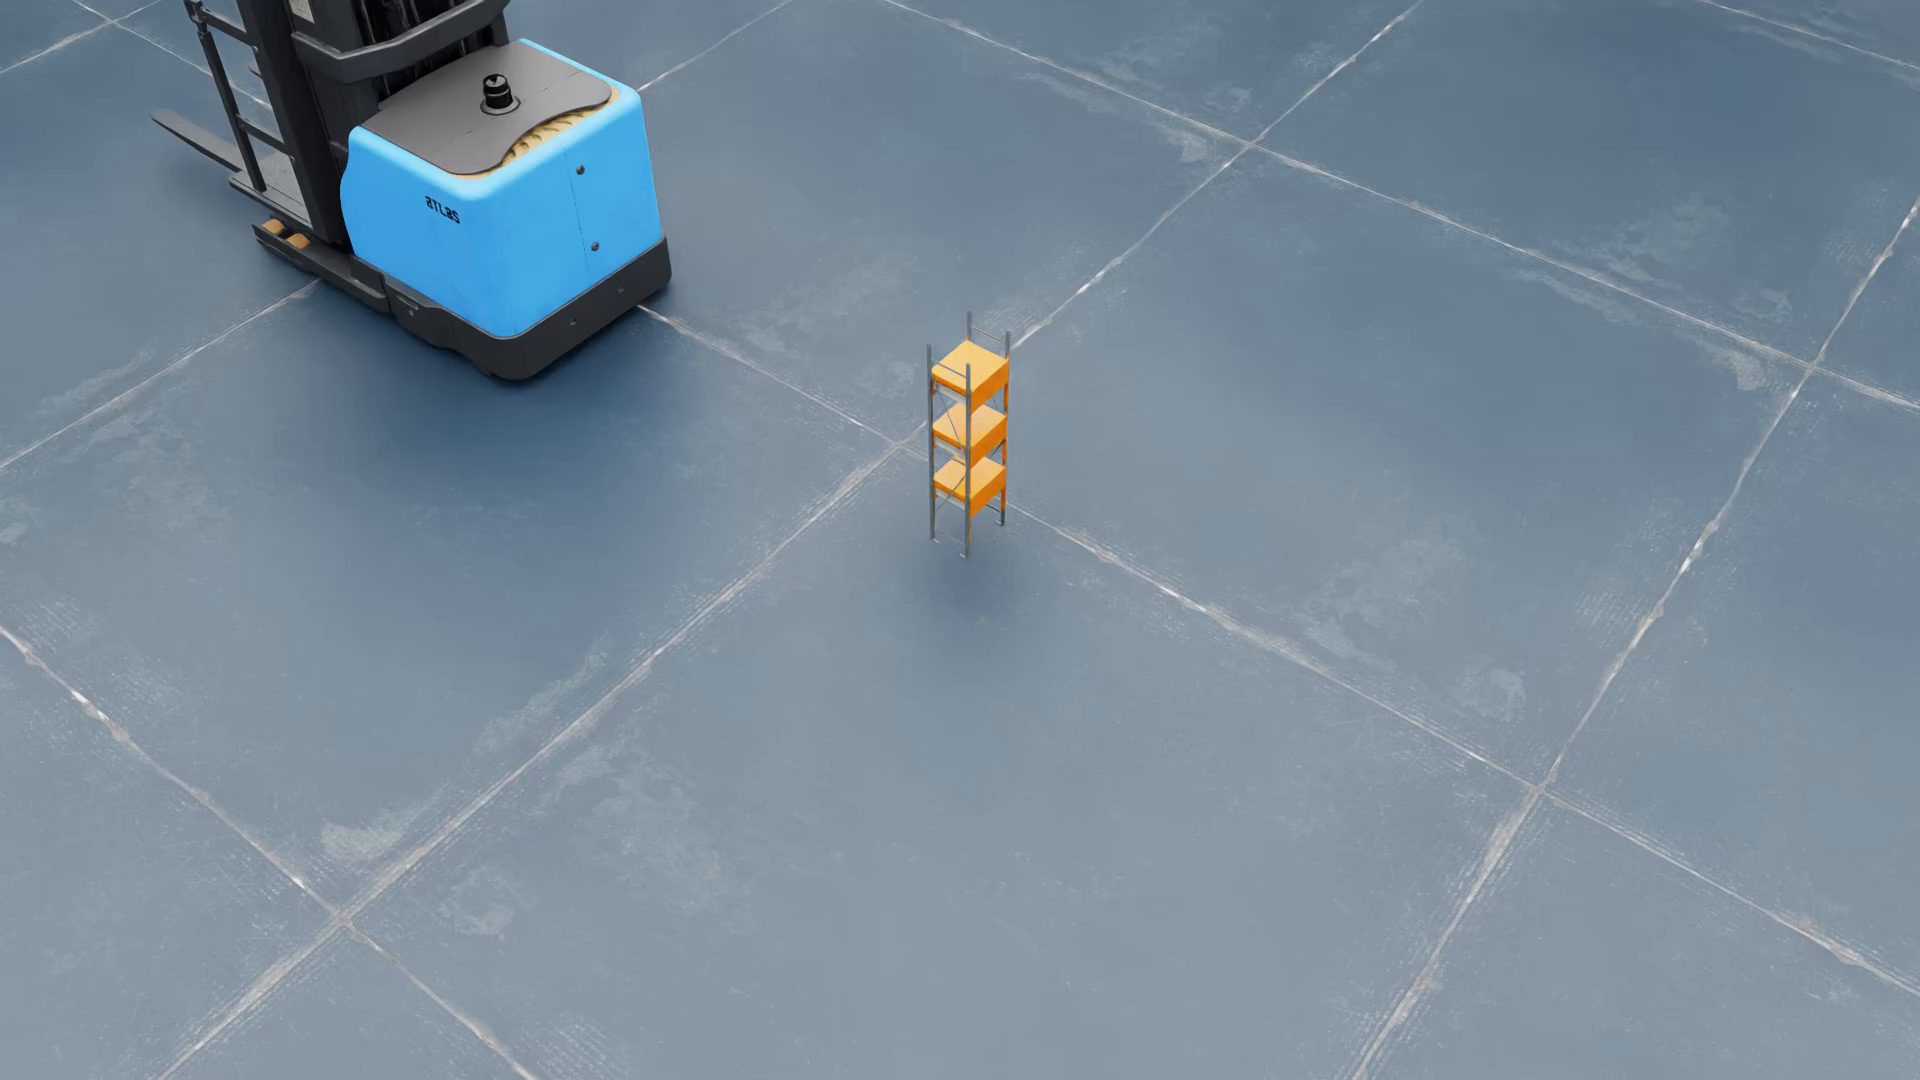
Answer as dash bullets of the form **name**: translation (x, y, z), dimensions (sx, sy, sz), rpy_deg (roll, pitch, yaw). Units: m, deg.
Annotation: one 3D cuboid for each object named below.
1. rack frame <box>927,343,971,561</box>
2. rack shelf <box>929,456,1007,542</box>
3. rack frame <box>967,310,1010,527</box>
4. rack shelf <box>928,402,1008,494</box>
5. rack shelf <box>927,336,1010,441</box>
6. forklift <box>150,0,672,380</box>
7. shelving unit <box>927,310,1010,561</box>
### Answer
- **rack frame**: translation (-0.042, -0.323, 6.498), dimensions (0.200, 1.050, 0.008), rpy_deg (29, 53, 25)
- **rack shelf**: translation (0.033, -0.194, 6.773), dimensions (0.215, 0.259, 0.240), rpy_deg (29, 53, 25)
- **rack frame**: translation (0.107, -0.463, 6.631), dimensions (0.200, 1.050, 0.008), rpy_deg (29, 53, 25)
- **rack shelf**: translation (0.033, -0.386, 6.572), dimensions (0.215, 0.259, 0.240), rpy_deg (29, 53, 25)
- **rack shelf**: translation (0.033, -0.582, 6.367), dimensions (0.215, 0.259, 0.240), rpy_deg (29, 53, 25)
- **forklift**: translation (-2.867, -2.623, 7.394), dimensions (3.031, 2.935, 1.130), rpy_deg (29, 53, 25)
- **shelving unit**: translation (0.033, -0.393, 6.564), dimensions (0.215, 1.050, 0.252), rpy_deg (29, 53, 25)
